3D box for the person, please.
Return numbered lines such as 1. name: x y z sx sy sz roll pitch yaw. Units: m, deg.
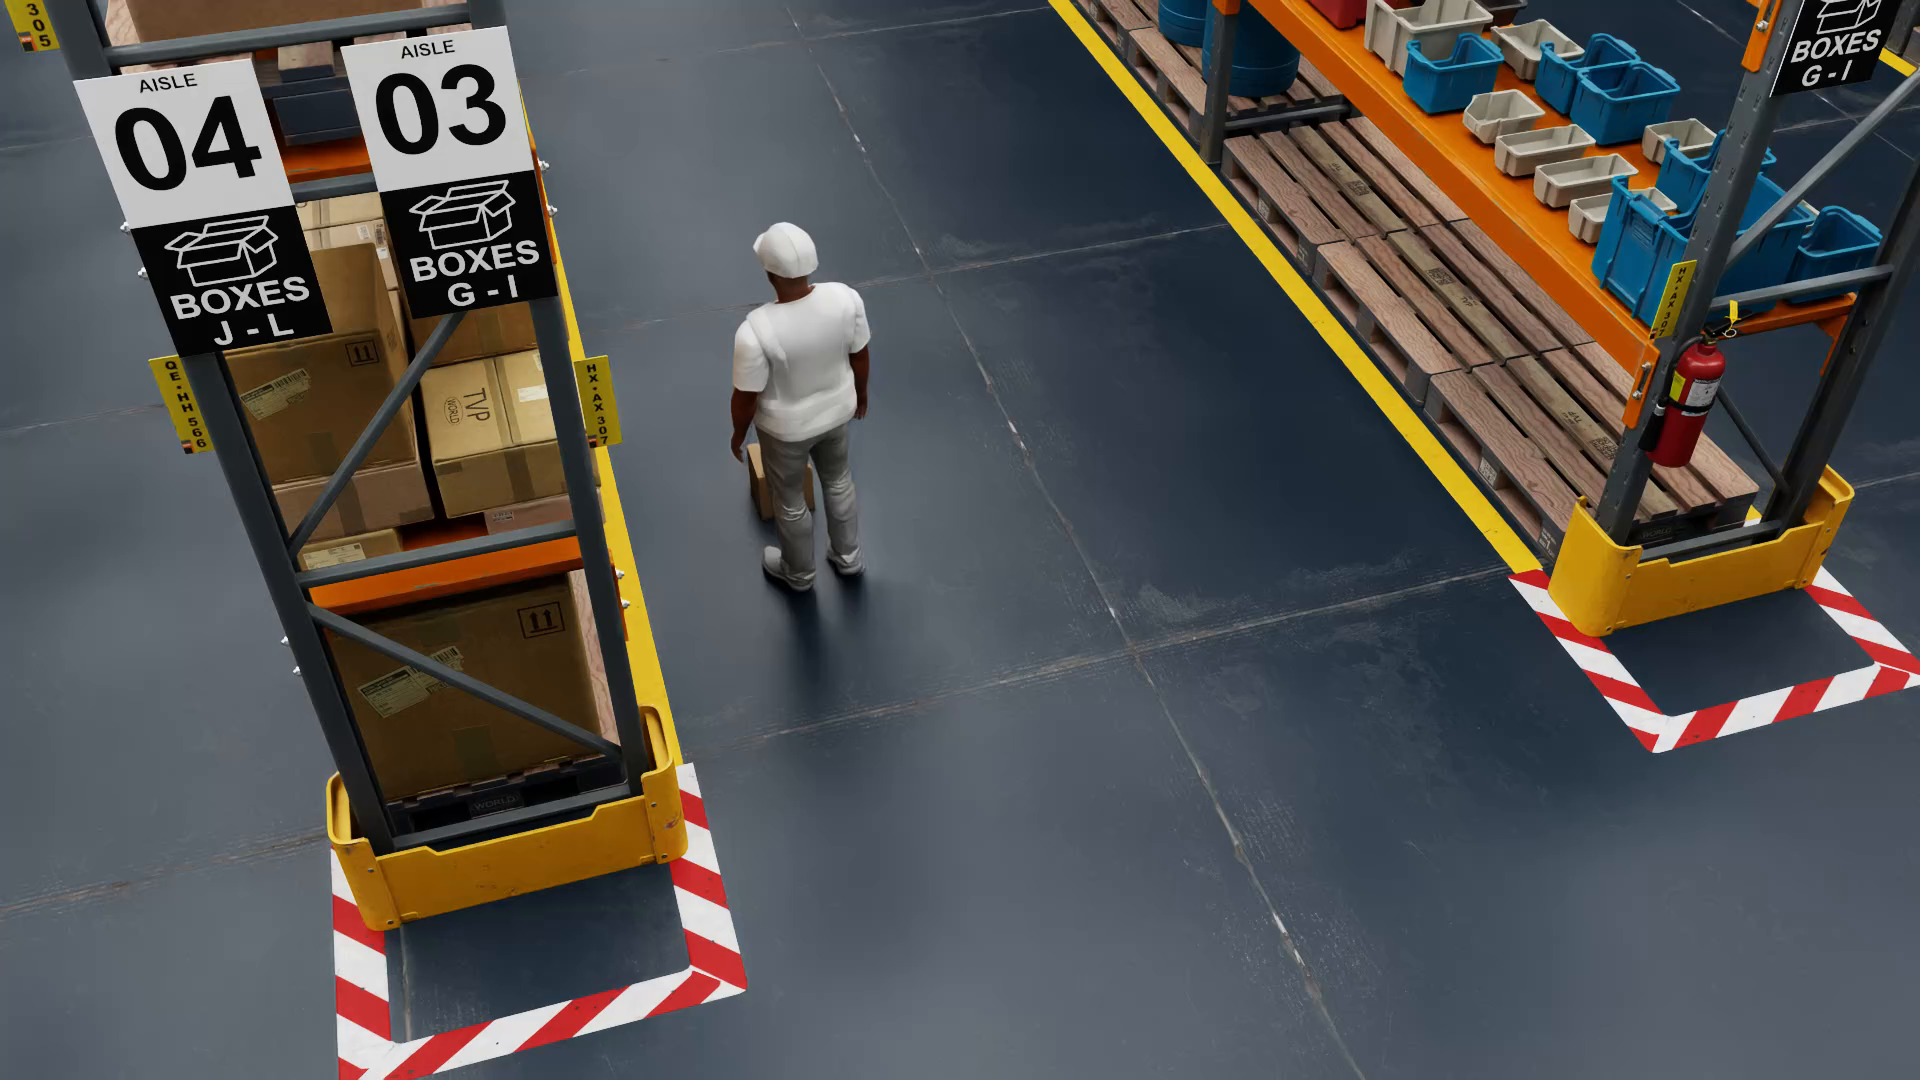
1. person: -0.646 -0.506 6.690 0.616 1.797 0.420 -25 48 -25
